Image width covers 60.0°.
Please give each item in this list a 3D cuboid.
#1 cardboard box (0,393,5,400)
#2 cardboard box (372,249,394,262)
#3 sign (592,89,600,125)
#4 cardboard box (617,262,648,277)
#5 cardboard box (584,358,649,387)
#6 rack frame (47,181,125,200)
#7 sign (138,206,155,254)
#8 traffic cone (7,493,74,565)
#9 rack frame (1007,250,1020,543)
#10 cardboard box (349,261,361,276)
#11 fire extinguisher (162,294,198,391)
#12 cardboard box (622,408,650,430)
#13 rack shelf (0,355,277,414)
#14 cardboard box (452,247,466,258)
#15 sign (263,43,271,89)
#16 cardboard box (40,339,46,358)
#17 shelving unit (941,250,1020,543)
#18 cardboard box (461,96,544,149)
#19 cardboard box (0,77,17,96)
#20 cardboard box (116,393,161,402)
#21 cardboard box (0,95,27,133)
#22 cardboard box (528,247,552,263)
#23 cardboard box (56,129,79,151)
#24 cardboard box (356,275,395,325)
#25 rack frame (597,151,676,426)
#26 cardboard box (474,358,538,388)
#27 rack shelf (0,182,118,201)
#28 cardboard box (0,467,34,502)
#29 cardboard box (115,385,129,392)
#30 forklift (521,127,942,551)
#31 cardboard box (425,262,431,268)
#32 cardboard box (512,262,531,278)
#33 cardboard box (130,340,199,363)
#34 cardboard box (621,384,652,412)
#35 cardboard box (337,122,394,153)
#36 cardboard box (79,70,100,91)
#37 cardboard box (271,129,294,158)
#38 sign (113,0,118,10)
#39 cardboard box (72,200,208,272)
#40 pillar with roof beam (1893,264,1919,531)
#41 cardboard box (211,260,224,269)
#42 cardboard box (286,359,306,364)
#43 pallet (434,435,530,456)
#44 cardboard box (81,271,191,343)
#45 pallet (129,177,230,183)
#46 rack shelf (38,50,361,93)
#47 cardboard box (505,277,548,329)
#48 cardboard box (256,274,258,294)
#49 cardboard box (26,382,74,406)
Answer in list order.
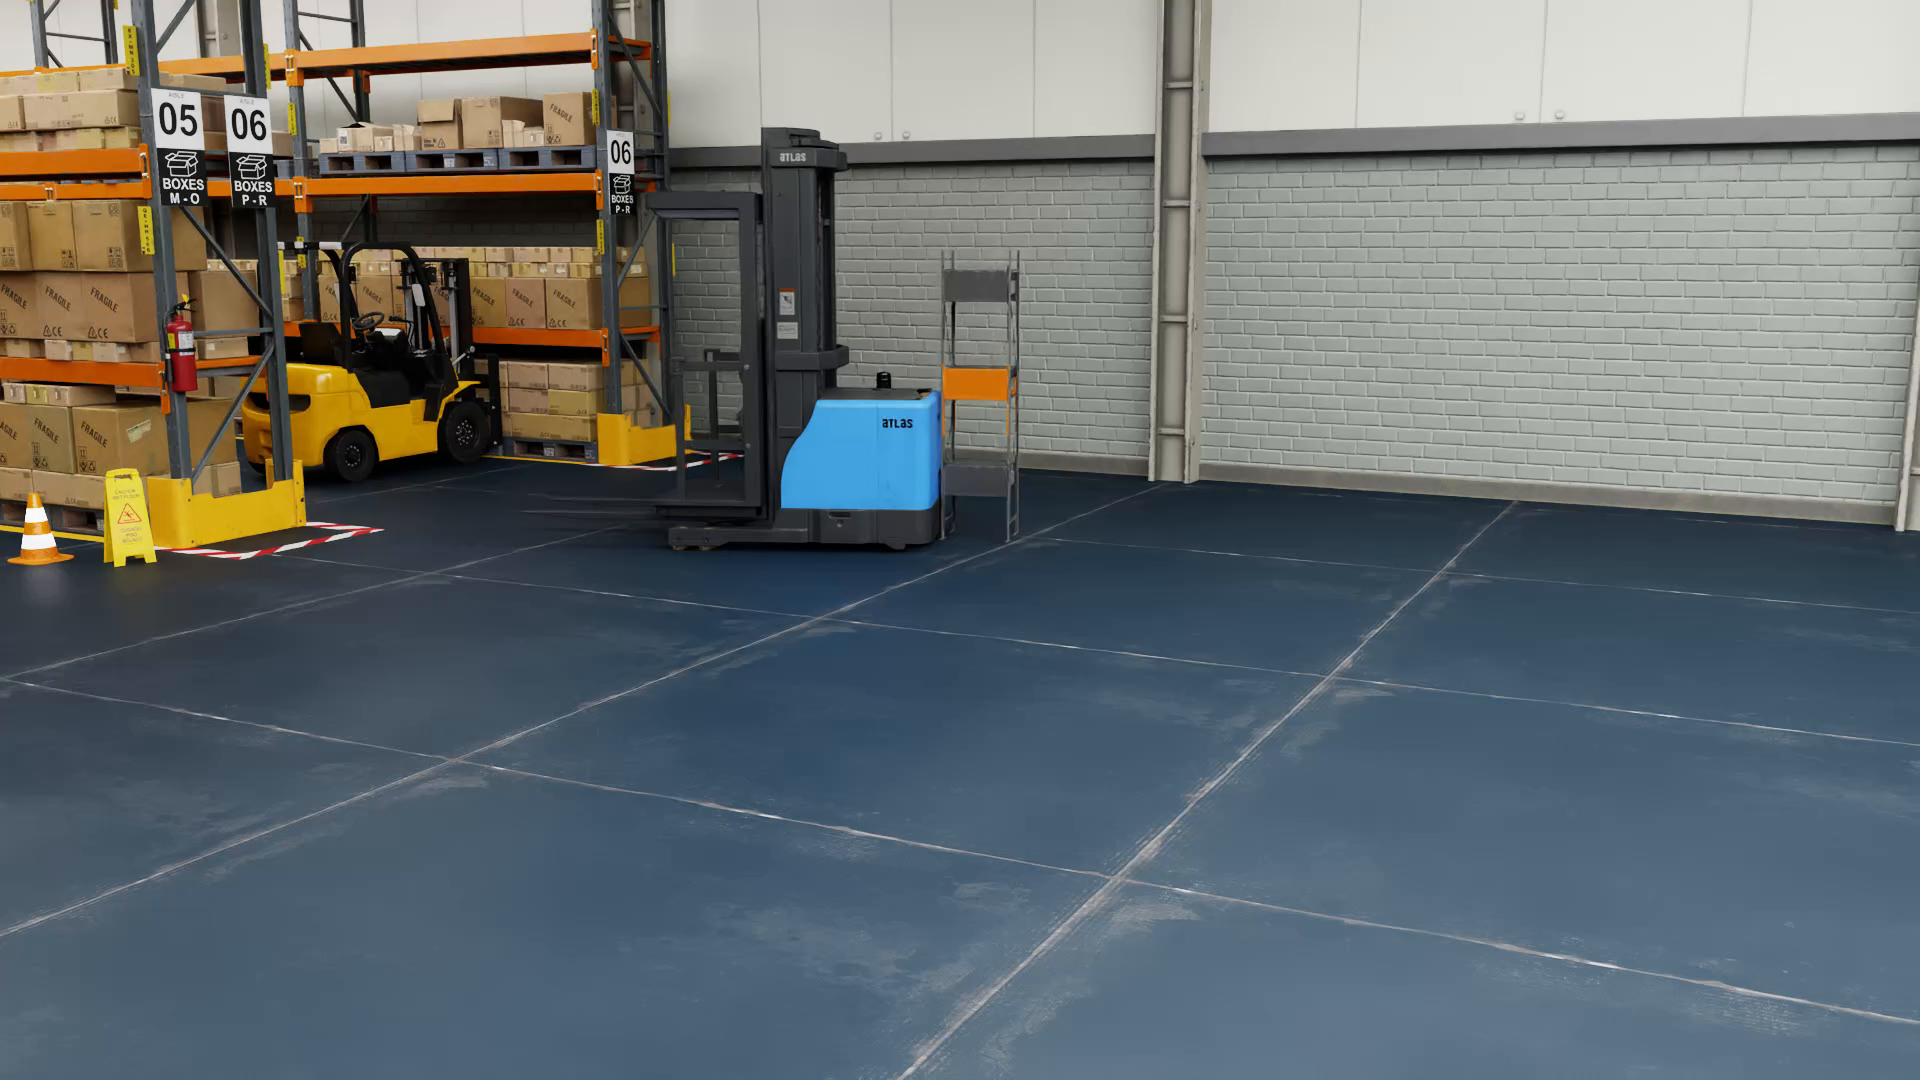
[{"bbox_3d":[-7.610,-0.877,13.087,0.500,0.500,0.500,6,12,29],"label":"cardboard box"},{"bbox_3d":[-5.929,-2.999,17.440,0.250,0.149,0.380,5,12,27],"label":"cardboard box"},{"bbox_3d":[-3.441,-4.090,15.720,0.005,0.325,0.100,5,11,26],"label":"sign"},{"bbox_3d":[-3.378,-2.739,16.842,0.250,0.149,0.380,5,11,24],"label":"cardboard box"},{"bbox_3d":[-3.536,-1.717,17.027,0.500,0.250,0.500,5,11,25],"label":"cardboard box"},{"bbox_3d":[-10.363,-2.933,20.015,0.127,3.000,1.000,5,11,26],"label":"rack frame"},{"bbox_3d":[-5.645,-2.148,11.538,0.005,0.325,0.100,5,11,26],"label":"sign"},{"bbox_3d":[-6.338,-0.089,11.425,0.334,0.463,0.336,5,11,26],"label":"traffic cone"},{"bbox_3d":[0.390,-1.046,12.115,0.015,2.100,0.400,2,10,11],"label":"rack frame"},{"bbox_3d":[-6.373,-2.899,17.725,0.250,0.149,0.380,5,12,27],"label":"cardboard box"},{"bbox_3d":[-5.483,-1.389,11.701,0.183,0.674,0.296,5,11,26],"label":"fire extinguisher"},{"bbox_3d":[-3.543,-1.227,17.126,0.500,0.250,0.500,5,11,26],"label":"cardboard box"},{"bbox_3d":[-7.175,-1.314,13.085,4.000,0.370,1.077,5,11,26],"label":"rack shelf"},{"bbox_3d":[-4.981,-2.932,17.072,0.250,0.149,0.380,5,11,27],"label":"cardboard box"},{"bbox_3d":[-5.142,-3.503,12.284,0.005,0.325,0.100,5,11,26],"label":"sign"},{"bbox_3d":[-6.720,-1.466,12.611,0.250,0.149,0.380,5,11,27],"label":"cardboard box"},{"bbox_3d":[0.151,-1.055,12.164,0.503,2.100,0.431,2,10,11],"label":"shelving unit"},{"bbox_3d":[-4.568,-4.177,16.722,0.500,0.500,0.700,5,11,26],"label":"cardboard box"},{"bbox_3d":[-6.911,-3.351,12.368,0.250,0.149,0.380,5,11,24],"label":"cardboard box"},{"bbox_3d":[-6.475,-0.883,13.120,0.500,0.500,0.500,5,11,24],"label":"cardboard box"},{"bbox_3d":[-6.878,-3.136,12.297,0.500,0.250,0.500,5,12,27],"label":"cardboard box"},{"bbox_3d":[-4.085,-2.843,16.579,0.250,0.149,0.380,5,12,27],"label":"cardboard box"},{"bbox_3d":[-6.286,-2.887,12.039,0.250,0.149,0.380,5,12,28],"label":"cardboard box"},{"bbox_3d":[-6.019,-2.552,17.629,0.500,0.500,0.500,5,12,27],"label":"cardboard box"},{"bbox_3d":[-3.189,-2.303,16.532,0.127,3.000,1.000,5,11,26],"label":"rack frame"},{"bbox_3d":[-4.657,-1.713,17.004,0.500,0.250,0.500,5,11,27],"label":"cardboard box"},{"bbox_3d":[-12.157,-4.213,20.683,4.000,0.370,1.077,5,11,26],"label":"rack shelf"},{"bbox_3d":[-7.158,-0.467,12.928,0.500,0.250,0.500,5,11,24],"label":"cardboard box"},{"bbox_3d":[-9.810,-1.920,19.906,0.625,0.625,0.875,5,12,28],"label":"cardboard box"},{"bbox_3d":[-1.661,-1.460,12.066,3.031,2.935,1.130,1,10,5],"label":"forklift"},{"bbox_3d":[-5.471,-2.814,17.253,0.250,0.149,0.380,5,11,24],"label":"cardboard box"},{"bbox_3d":[-4.289,-2.721,16.739,0.250,0.149,0.380,5,11,25],"label":"cardboard box"},{"bbox_3d":[-5.812,-1.382,12.147,0.250,0.149,0.380,5,12,28],"label":"cardboard box"},{"bbox_3d":[-3.519,-1.473,17.083,0.500,0.250,0.500,5,12,27],"label":"cardboard box"},{"bbox_3d":[-6.138,-4.202,17.391,0.500,0.311,0.500,5,12,27],"label":"cardboard box"},{"bbox_3d":[-6.030,-3.261,11.867,0.250,0.149,0.380,5,12,27],"label":"cardboard box"},{"bbox_3d":[-7.533,-4.324,18.068,0.500,0.311,0.500,5,11,24],"label":"cardboard box"},{"bbox_3d":[-10.121,-6.512,19.875,0.005,0.325,0.100,5,11,26],"label":"sign"},{"bbox_3d":[-5.936,-2.203,12.056,0.500,0.500,0.700,5,11,24],"label":"cardboard box"},{"bbox_3d":[5.442,-3.821,8.073,0.400,9.000,9.100,5,11,26],"label":"pillar with roof beam"},{"bbox_3d":[-8.118,-3.053,18.576,0.250,0.149,0.380,5,11,24],"label":"cardboard box"},{"bbox_3d":[-7.249,-1.696,18.665,0.625,0.625,0.875,6,12,28],"label":"cardboard box"},{"bbox_3d":[-4.983,-1.081,17.609,1.213,0.211,1.003,5,11,26],"label":"pallet"},{"bbox_3d":[-5.990,-1.704,12.108,0.500,0.500,0.500,5,11,25],"label":"cardboard box"},{"bbox_3d":[-8.711,-4.190,19.064,1.213,0.211,1.003,6,12,28],"label":"pallet"},{"bbox_3d":[-8.569,-5.177,18.710,4.000,0.370,1.077,5,11,26],"label":"rack shelf"},{"bbox_3d":[-4.207,-2.391,16.740,0.500,0.500,0.500,5,12,28],"label":"cardboard box"},{"bbox_3d":[-7.794,-2.828,18.448,0.500,0.250,0.500,5,11,24],"label":"cardboard box"},{"bbox_3d":[-6.798,-1.112,12.565,0.250,0.149,0.380,5,12,27],"label":"cardboard box"}]
